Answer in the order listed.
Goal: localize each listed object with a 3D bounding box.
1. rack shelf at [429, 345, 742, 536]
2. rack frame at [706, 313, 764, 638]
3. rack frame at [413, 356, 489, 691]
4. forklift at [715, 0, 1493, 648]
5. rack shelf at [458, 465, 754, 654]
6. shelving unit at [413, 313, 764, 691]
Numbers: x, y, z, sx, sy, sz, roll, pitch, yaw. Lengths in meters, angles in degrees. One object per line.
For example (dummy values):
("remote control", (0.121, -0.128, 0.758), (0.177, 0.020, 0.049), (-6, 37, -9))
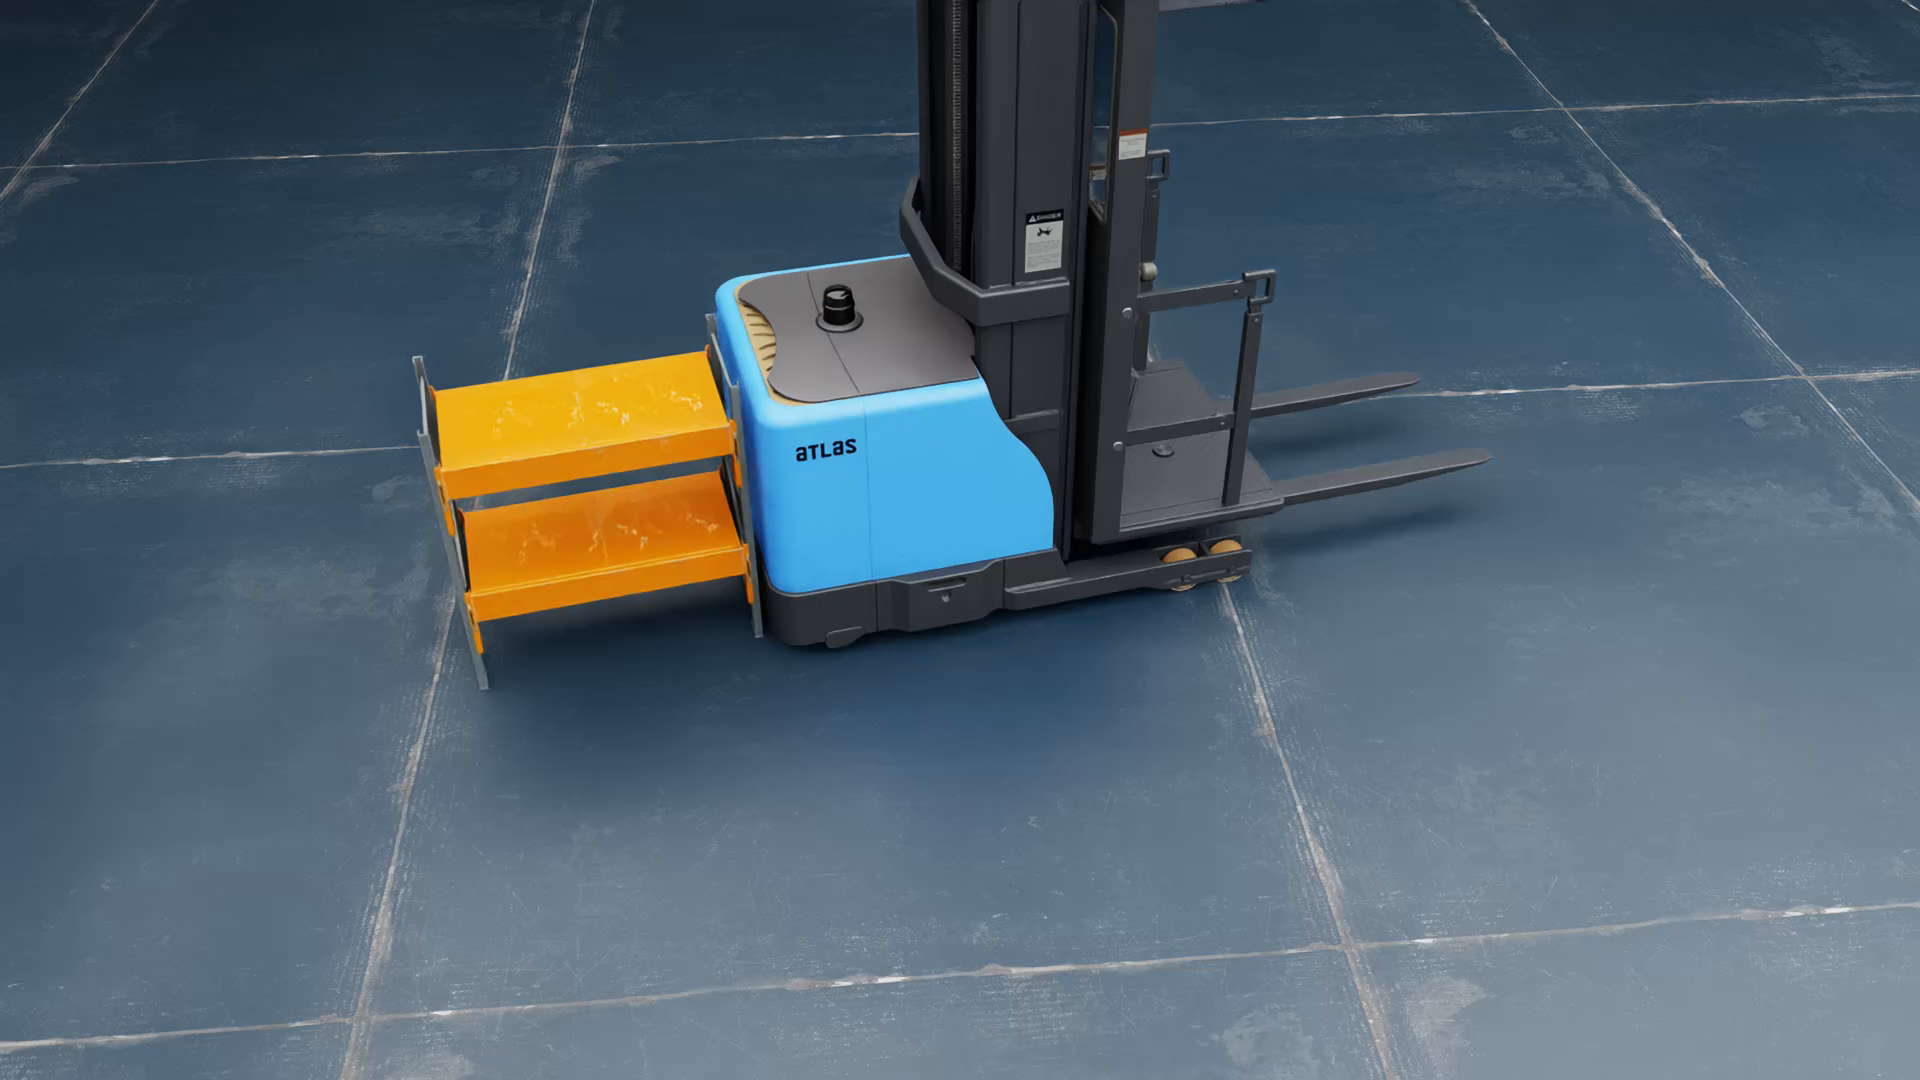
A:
("rack shelf", (-1.315, -0.363, 5.829), (1.000, 0.278, 0.538), (-10, 39, -13))
("rack frame", (-0.827, -0.221, 6.123), (0.032, 1.125, 0.500), (-10, 39, -13))
("rack frame", (-1.803, -0.044, 5.898), (0.032, 1.125, 0.500), (-10, 39, -13))
("forklift", (0.641, -1.257, 5.977), (3.031, 2.935, 1.130), (-10, 39, -12))
("rack shelf", (-1.315, 0.059, 6.162), (1.000, 0.278, 0.538), (-10, 39, -13))
("shelving unit", (-1.315, -0.133, 6.010), (1.048, 1.125, 0.538), (-10, 39, -13))
